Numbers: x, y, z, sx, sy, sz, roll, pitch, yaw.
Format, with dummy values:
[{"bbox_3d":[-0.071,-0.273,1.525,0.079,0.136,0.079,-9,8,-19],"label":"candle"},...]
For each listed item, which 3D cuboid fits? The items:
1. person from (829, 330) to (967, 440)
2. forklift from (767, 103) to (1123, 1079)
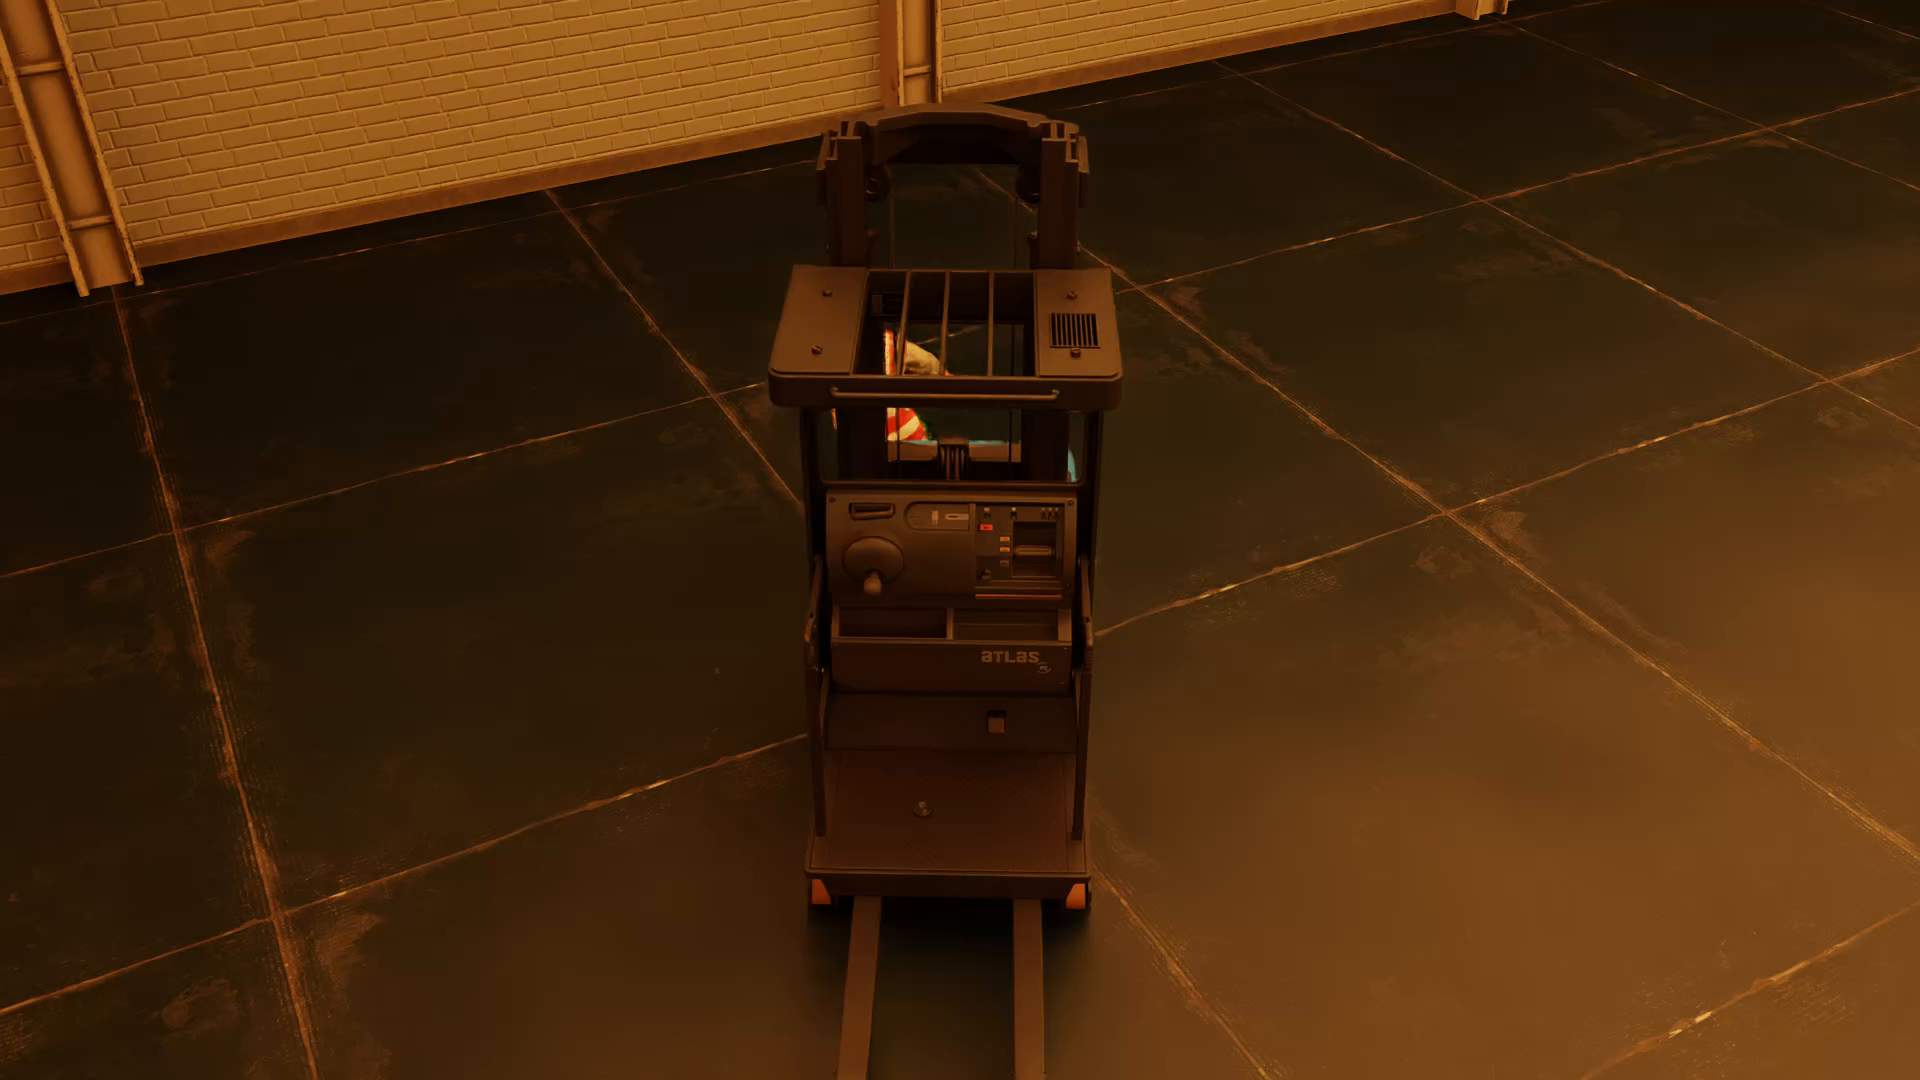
[{"bbox_3d":[-0.368,-0.615,8.221,1.067,1.529,0.919,-15,38,-20],"label":"person"},{"bbox_3d":[-0.036,0.080,6.010,1.130,2.935,3.031,1,35,1],"label":"forklift"}]
